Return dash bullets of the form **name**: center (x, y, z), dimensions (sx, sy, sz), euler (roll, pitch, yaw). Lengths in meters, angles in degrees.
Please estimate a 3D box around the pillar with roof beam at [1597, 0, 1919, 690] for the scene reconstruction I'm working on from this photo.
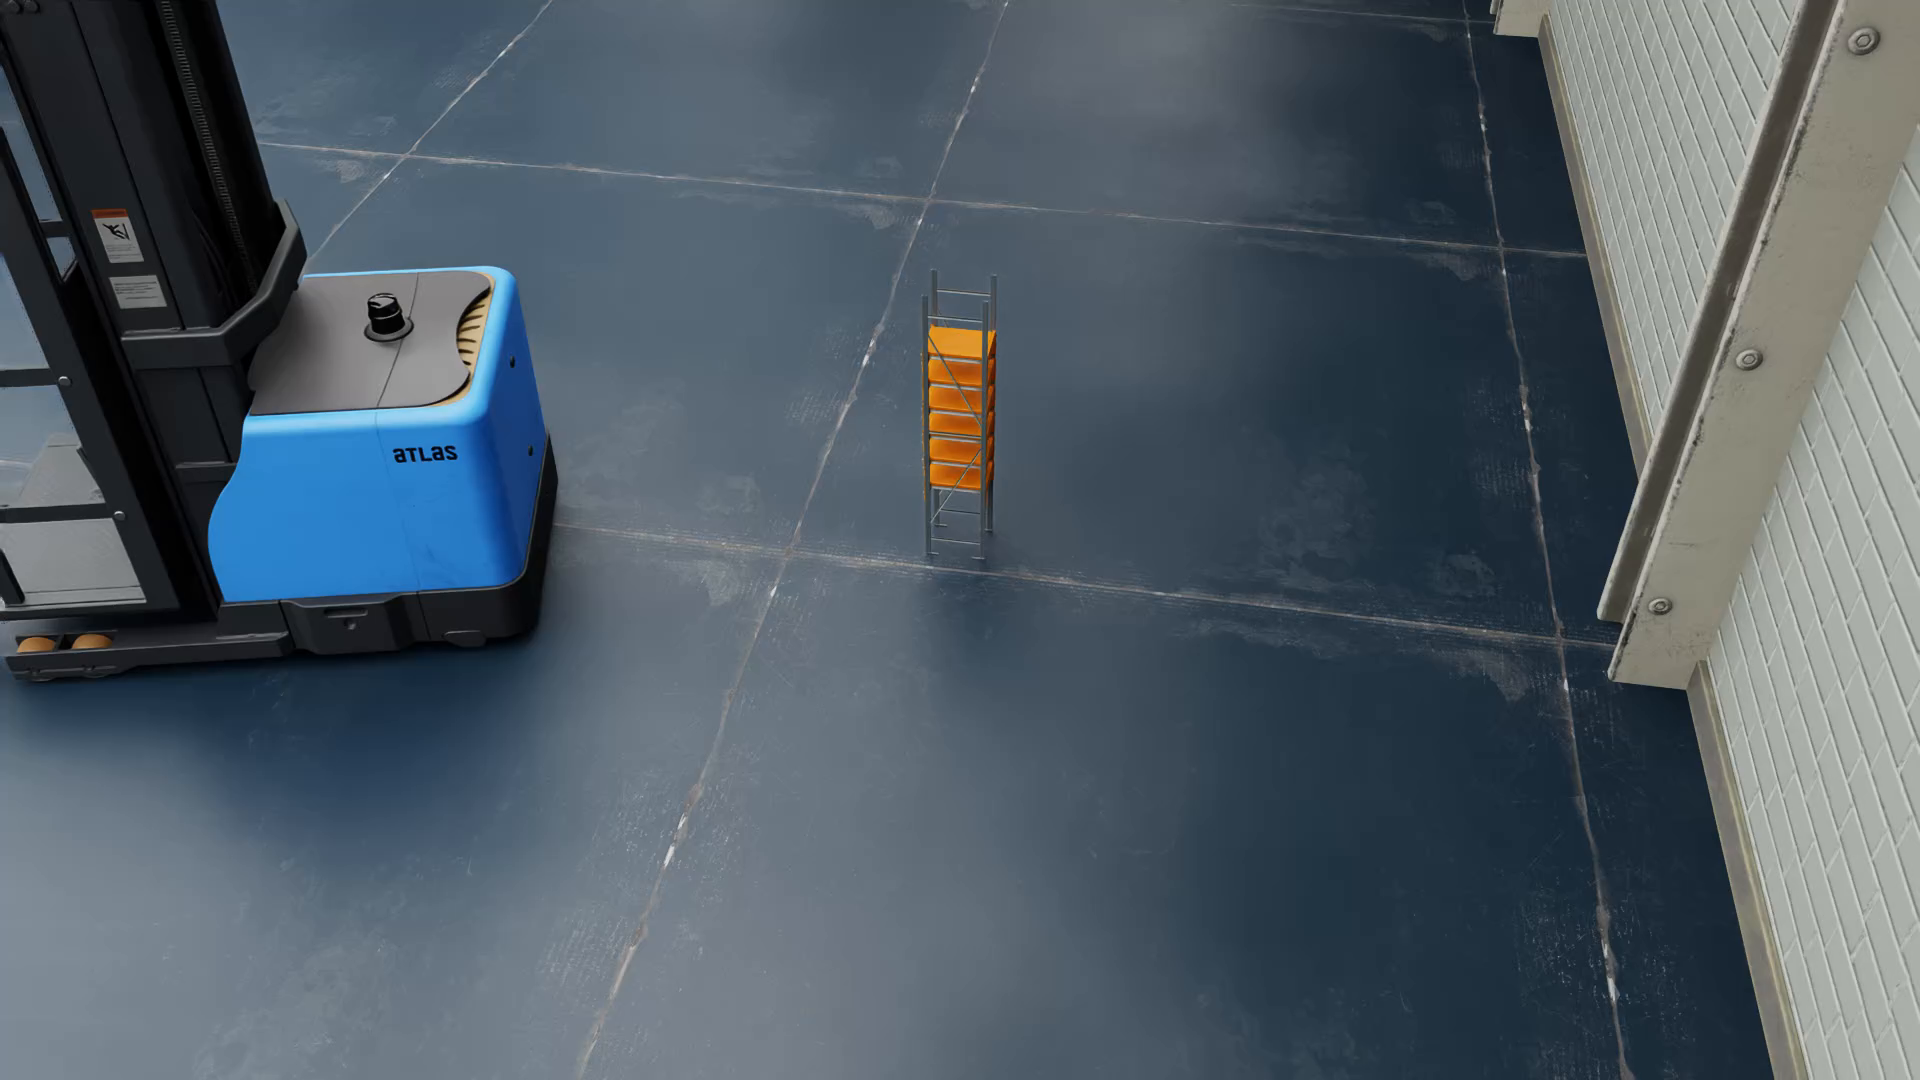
- **pillar with roof beam**: center (-1.663, -3.533, 3.960), dimensions (9.100, 9.000, 0.400), euler (6, 40, 8)

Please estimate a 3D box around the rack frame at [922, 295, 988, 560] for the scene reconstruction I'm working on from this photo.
- **rack frame**: center (-0.018, -0.396, 6.287), dimensions (0.240, 1.200, 0.006), euler (6, 40, 8)

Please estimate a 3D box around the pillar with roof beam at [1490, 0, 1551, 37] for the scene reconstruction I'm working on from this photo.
- **pillar with roof beam**: center (-0.624, -7.298, 8.515), dimensions (9.100, 9.000, 0.400), euler (6, 40, 8)

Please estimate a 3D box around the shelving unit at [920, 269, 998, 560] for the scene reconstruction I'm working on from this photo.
- **shelving unit**: center (-0.002, -0.453, 6.357), dimensions (0.258, 1.200, 0.189), euler (6, 40, 8)

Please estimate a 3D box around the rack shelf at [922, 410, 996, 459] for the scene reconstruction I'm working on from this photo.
- **rack shelf**: center (-0.002, -0.419, 6.385), dimensions (0.258, 0.103, 0.180), euler (6, 40, 8)

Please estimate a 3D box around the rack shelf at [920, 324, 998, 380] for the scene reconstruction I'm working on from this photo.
- **rack shelf**: center (-0.002, -0.697, 6.156), dimensions (0.258, 0.103, 0.180), euler (6, 40, 8)

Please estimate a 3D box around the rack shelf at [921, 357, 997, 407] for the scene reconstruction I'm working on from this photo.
- **rack shelf**: center (-0.002, -0.604, 6.232), dimensions (0.258, 0.103, 0.180), euler (6, 40, 8)

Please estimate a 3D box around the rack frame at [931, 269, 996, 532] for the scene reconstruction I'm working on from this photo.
- **rack frame**: center (0.013, -0.511, 6.426), dimensions (0.240, 1.200, 0.006), euler (6, 40, 8)

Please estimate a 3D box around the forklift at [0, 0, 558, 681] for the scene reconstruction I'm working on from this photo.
- **forklift**: center (-3.145, -0.963, 5.615), dimensions (3.031, 2.935, 1.130), euler (-3, 40, -4)

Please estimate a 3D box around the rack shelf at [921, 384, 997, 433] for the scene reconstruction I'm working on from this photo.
- **rack shelf**: center (-0.002, -0.512, 6.309), dimensions (0.258, 0.103, 0.180), euler (6, 40, 8)

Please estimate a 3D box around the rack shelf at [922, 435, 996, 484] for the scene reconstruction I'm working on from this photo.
- **rack shelf**: center (-0.002, -0.327, 6.461), dimensions (0.258, 0.103, 0.180), euler (6, 40, 8)

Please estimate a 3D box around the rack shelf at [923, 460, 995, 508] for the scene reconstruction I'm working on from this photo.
- **rack shelf**: center (-0.003, -0.234, 6.538), dimensions (0.258, 0.103, 0.180), euler (6, 40, 8)
